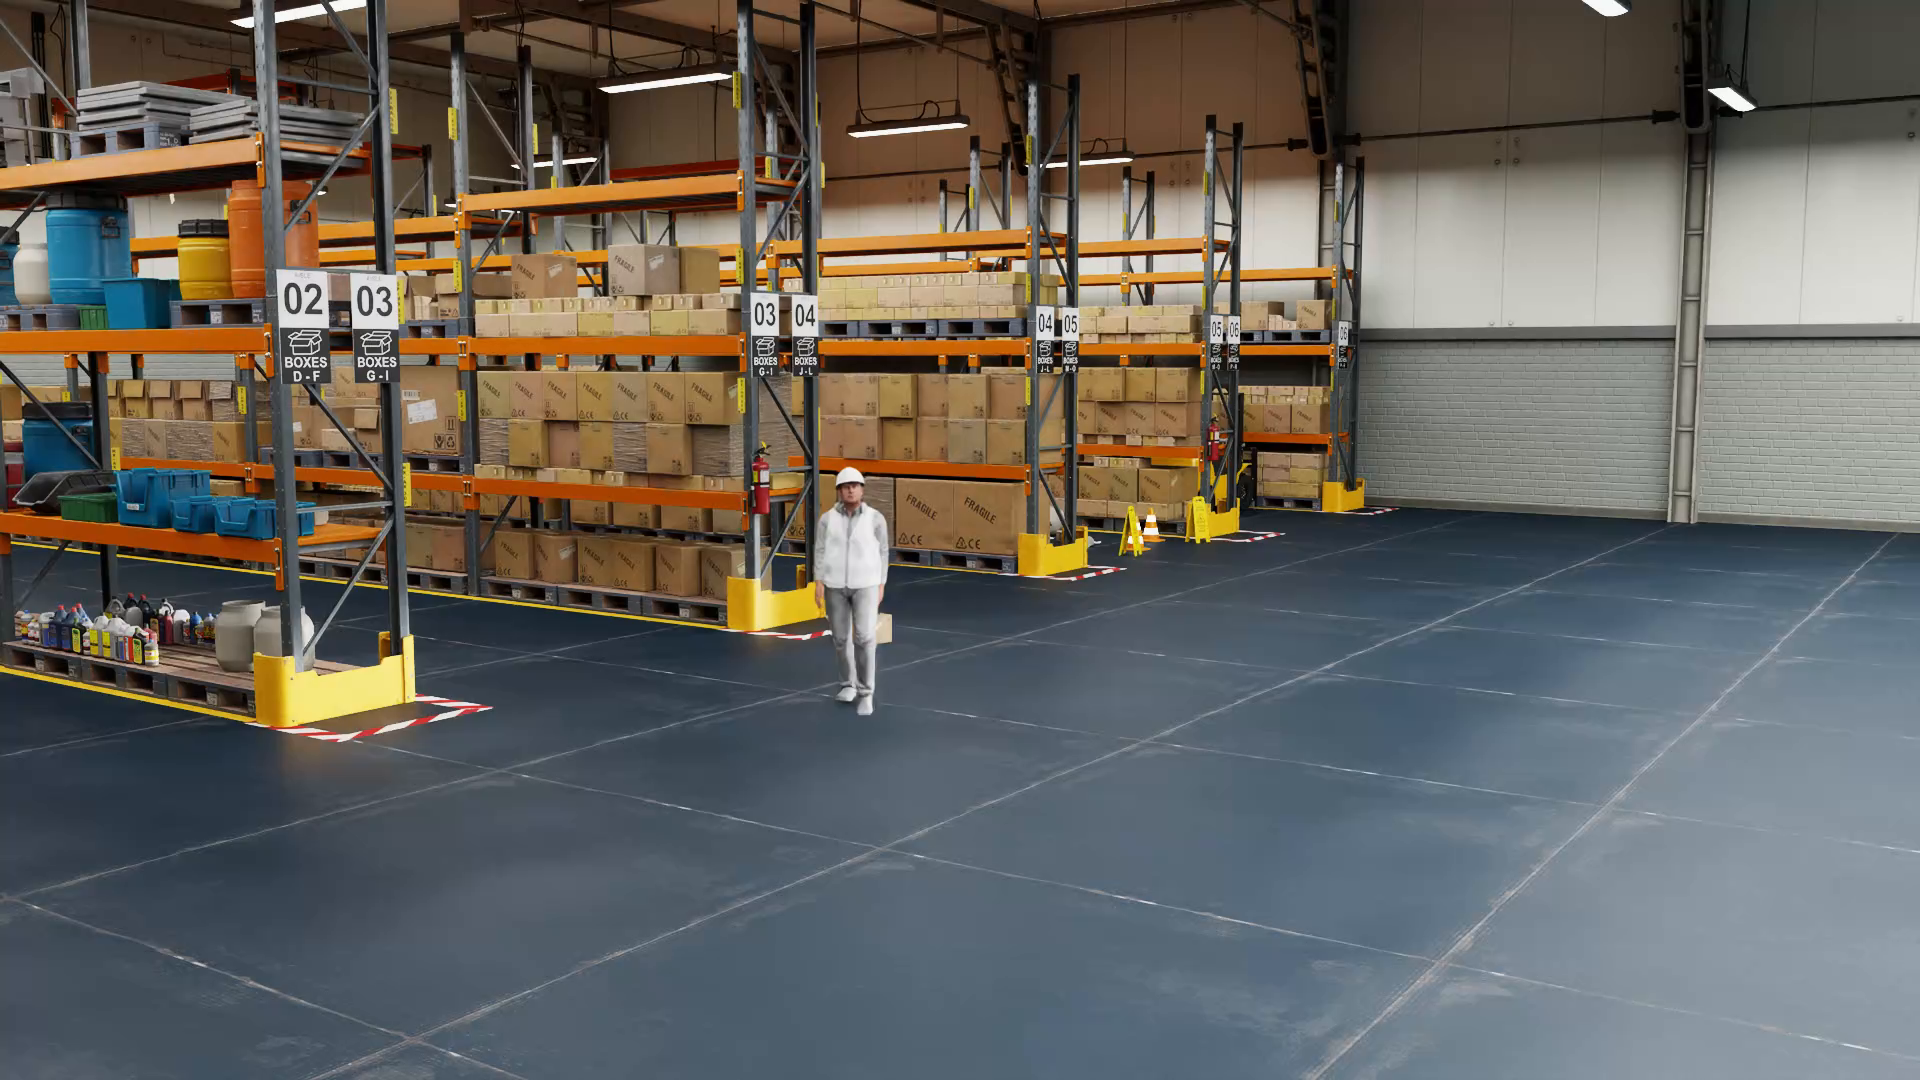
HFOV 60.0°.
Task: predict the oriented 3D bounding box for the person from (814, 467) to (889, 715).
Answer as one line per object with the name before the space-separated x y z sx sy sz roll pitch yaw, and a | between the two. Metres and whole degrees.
person | -0.814 0.384 12.304 0.538 1.843 0.576 1 6 7
